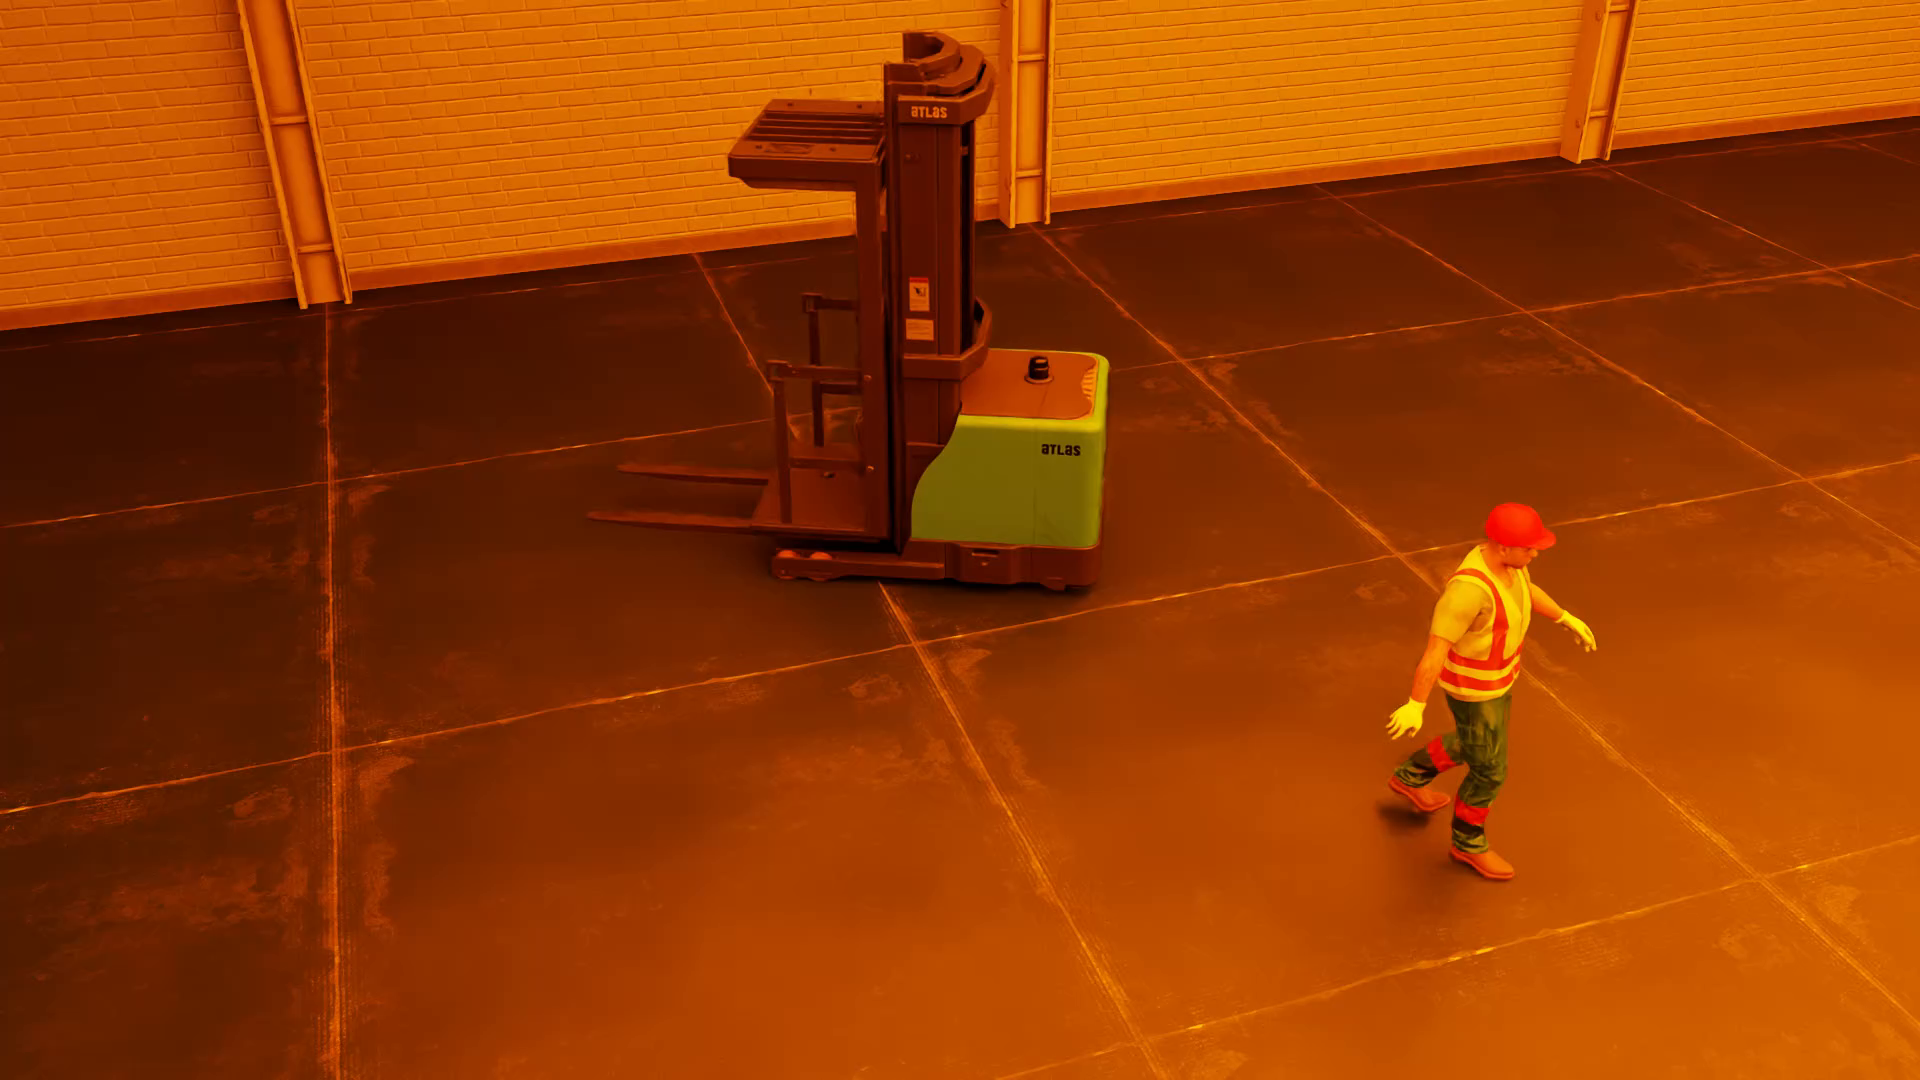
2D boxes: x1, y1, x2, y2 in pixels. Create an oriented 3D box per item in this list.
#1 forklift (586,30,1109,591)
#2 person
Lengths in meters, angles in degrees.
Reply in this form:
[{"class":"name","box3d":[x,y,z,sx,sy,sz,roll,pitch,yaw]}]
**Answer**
[{"class":"forklift","box3d":[-0.667,-1.289,9.328,3.031,2.935,1.130,3,30,6]},{"class":"person","box3d":[2.252,0.620,7.183,0.723,1.763,0.928,18,34,28]}]
